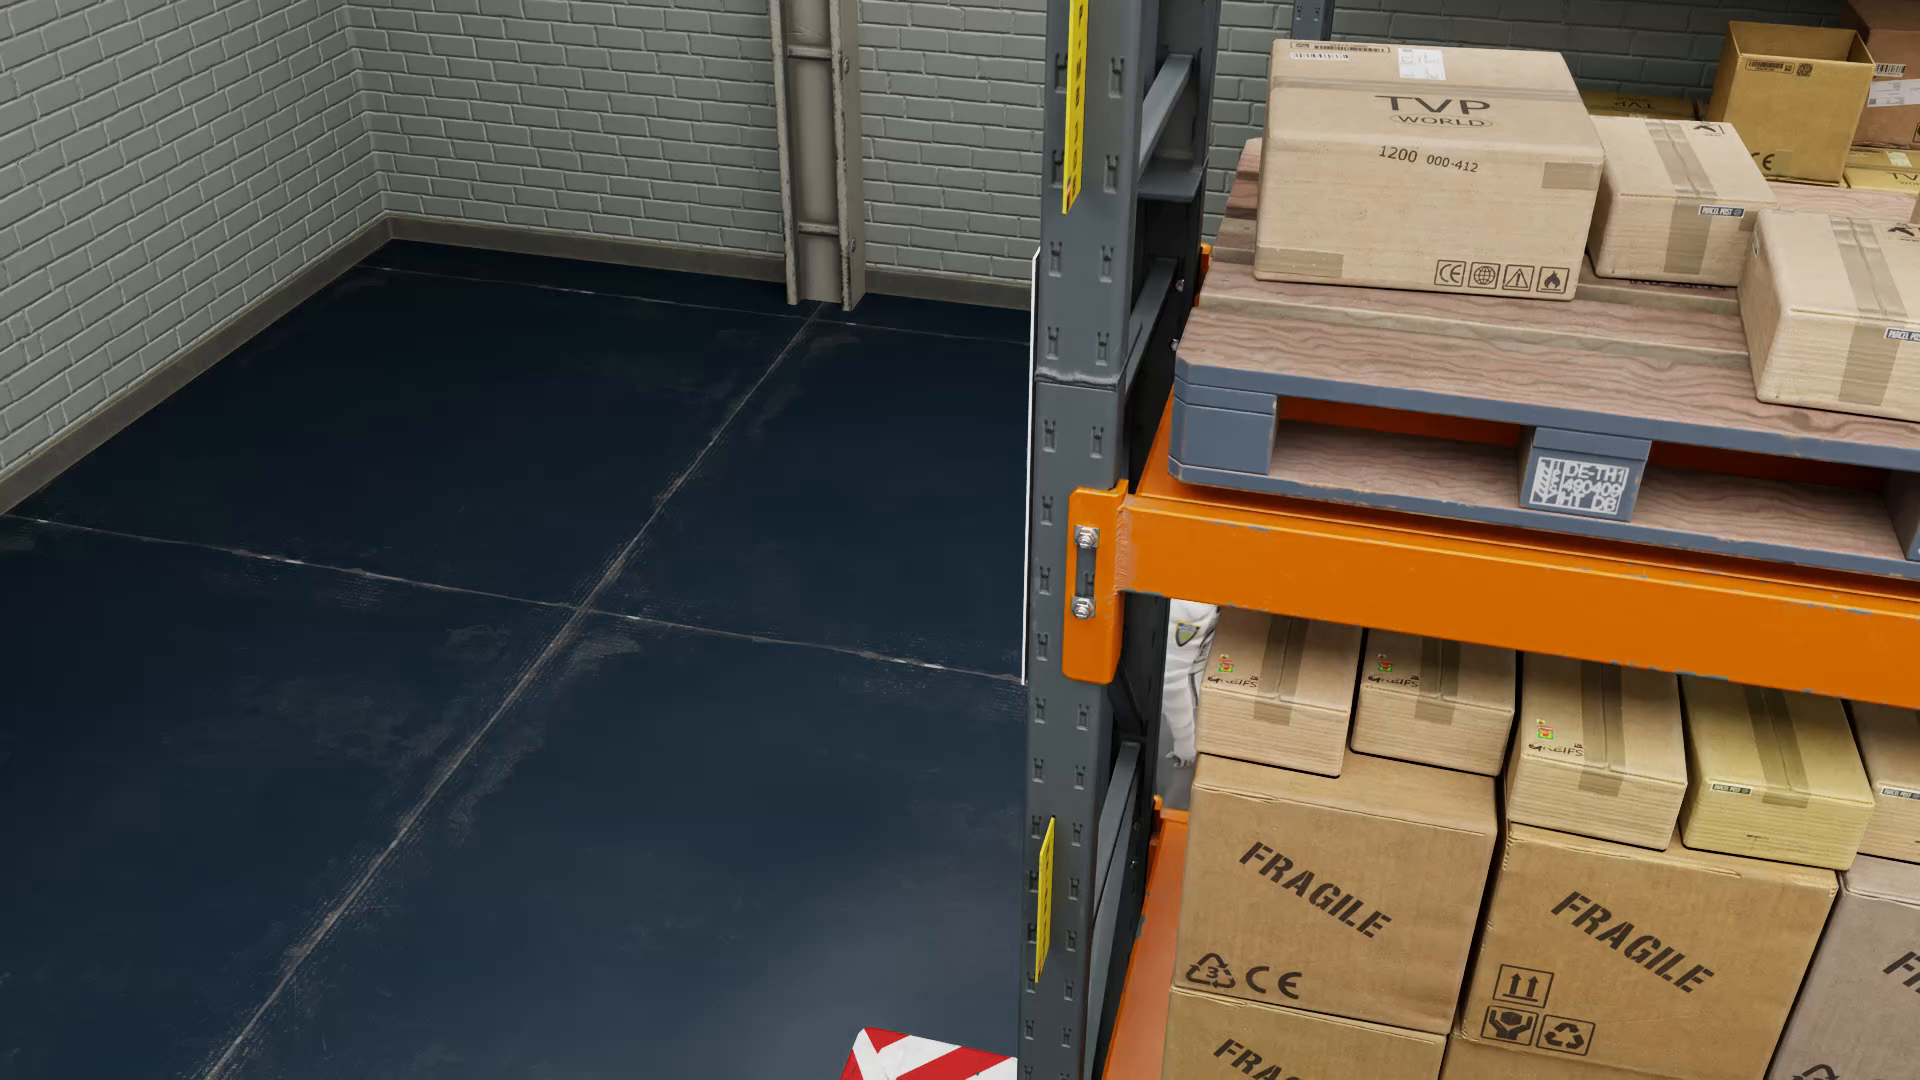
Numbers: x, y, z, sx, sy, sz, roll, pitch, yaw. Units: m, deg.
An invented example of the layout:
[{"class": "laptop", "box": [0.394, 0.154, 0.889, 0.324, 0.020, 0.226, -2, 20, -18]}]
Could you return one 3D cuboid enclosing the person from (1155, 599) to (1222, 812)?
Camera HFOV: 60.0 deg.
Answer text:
[{"class": "person", "box": [0.746, 0.498, 5.370, 0.414, 1.662, 0.531, 7, 34, 10]}]
